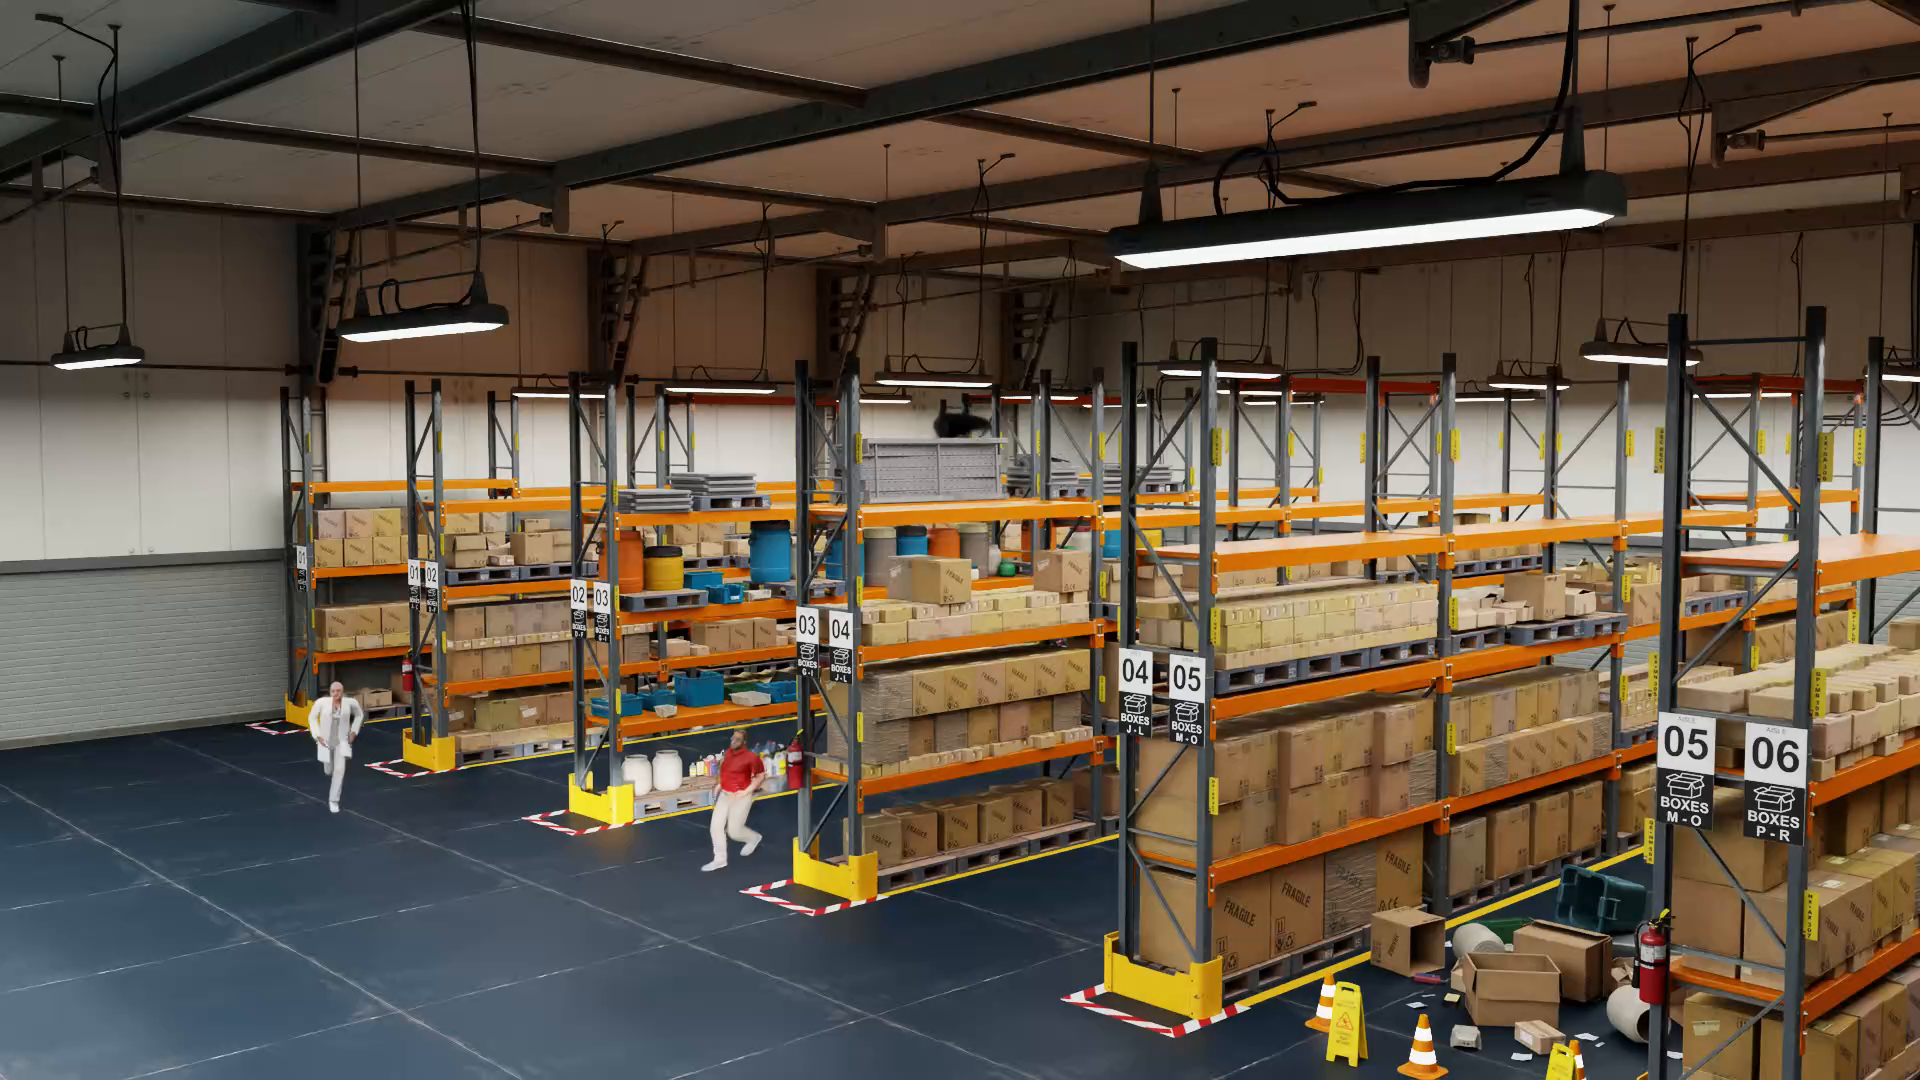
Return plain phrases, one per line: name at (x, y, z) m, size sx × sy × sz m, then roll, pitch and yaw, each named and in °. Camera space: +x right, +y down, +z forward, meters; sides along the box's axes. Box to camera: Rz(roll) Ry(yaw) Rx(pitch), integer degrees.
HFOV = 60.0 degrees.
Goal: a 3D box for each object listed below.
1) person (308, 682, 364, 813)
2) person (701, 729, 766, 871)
person at (-8.682, 2.835, 23.164) m, size 0.715 × 1.777 × 1.060 m, roll -1°, pitch 4°, yaw -15°
person at (-2.604, 3.070, 19.756) m, size 0.720 × 1.682 × 0.752 m, roll 3°, pitch 5°, yaw 37°
